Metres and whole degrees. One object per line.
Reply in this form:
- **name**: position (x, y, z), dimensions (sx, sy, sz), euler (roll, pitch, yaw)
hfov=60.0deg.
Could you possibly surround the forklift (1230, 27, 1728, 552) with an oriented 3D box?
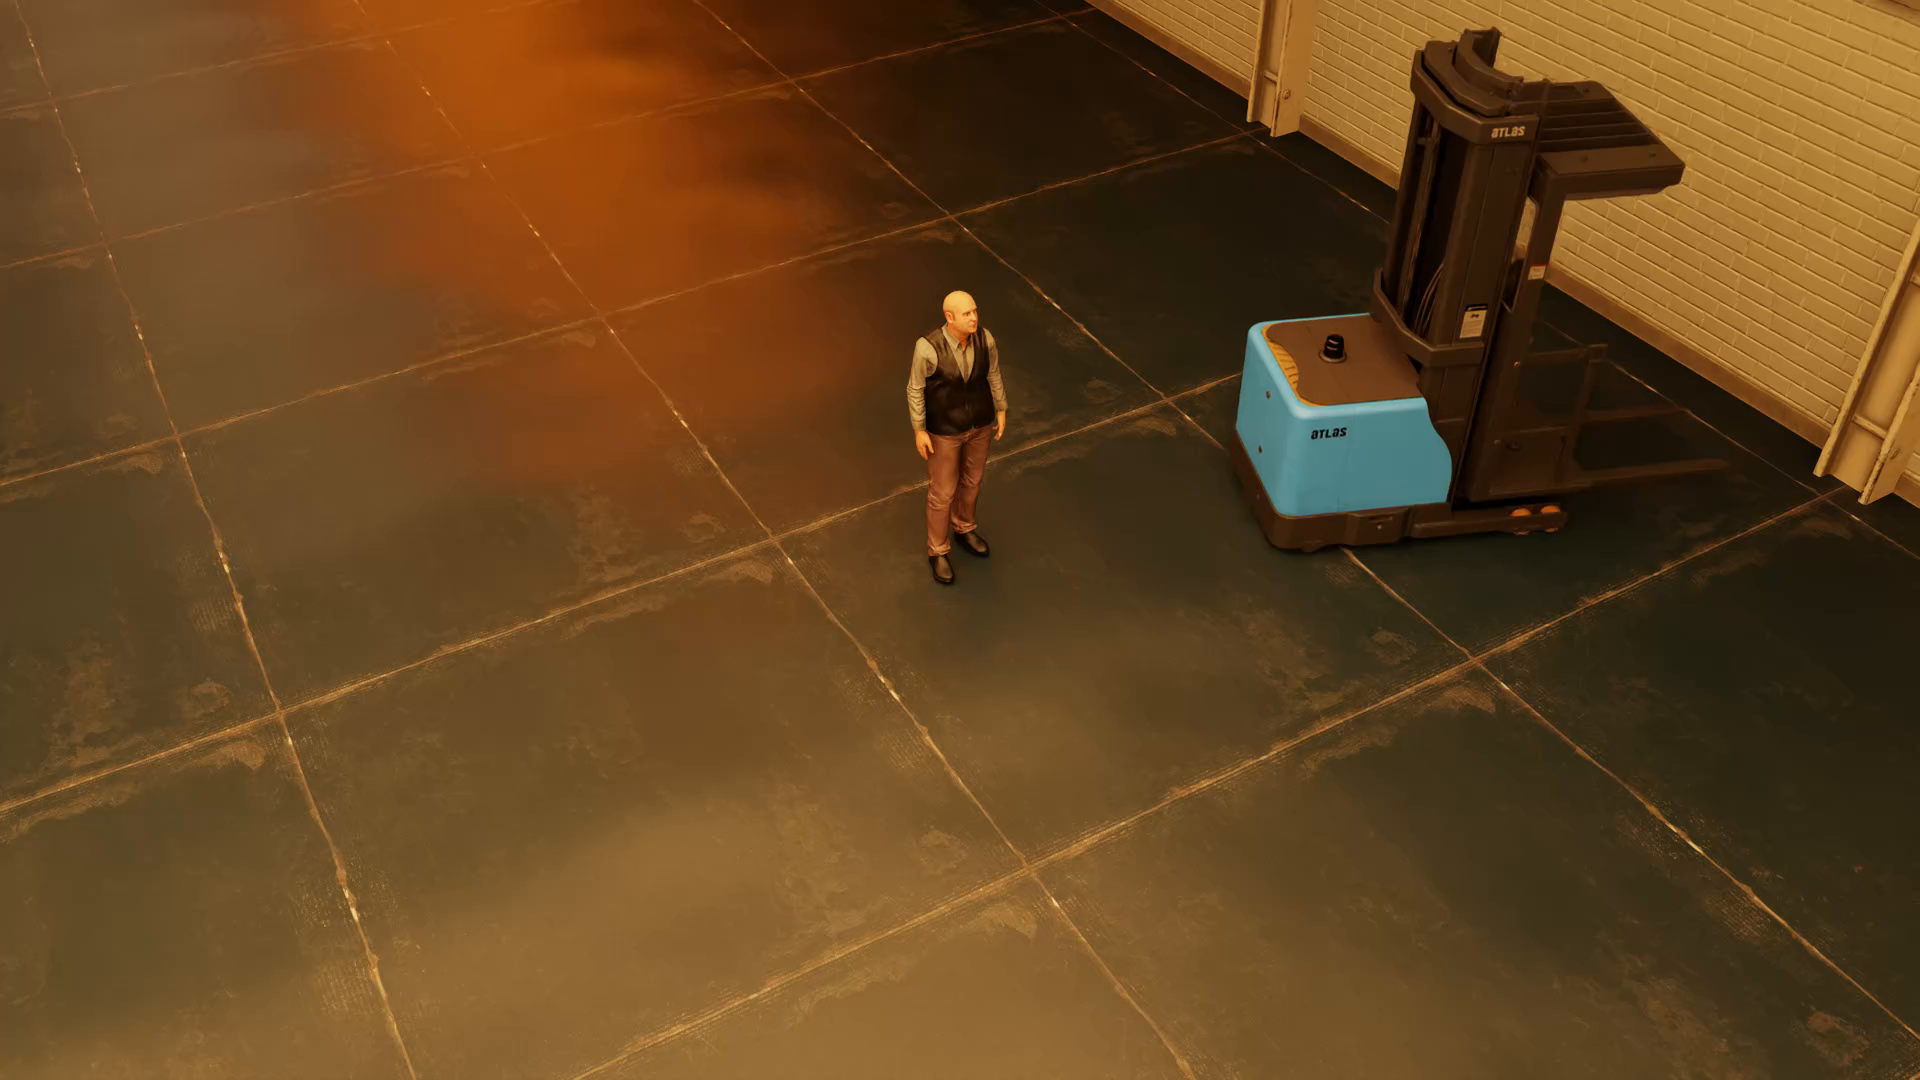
- **forklift**: position (3.327, -1.489, 9.831), dimensions (3.031, 2.935, 1.130), euler (-6, 40, -7)

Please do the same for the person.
- **person**: position (0.024, -0.631, 9.734), dimensions (0.632, 1.720, 0.568), euler (-20, 44, -23)
